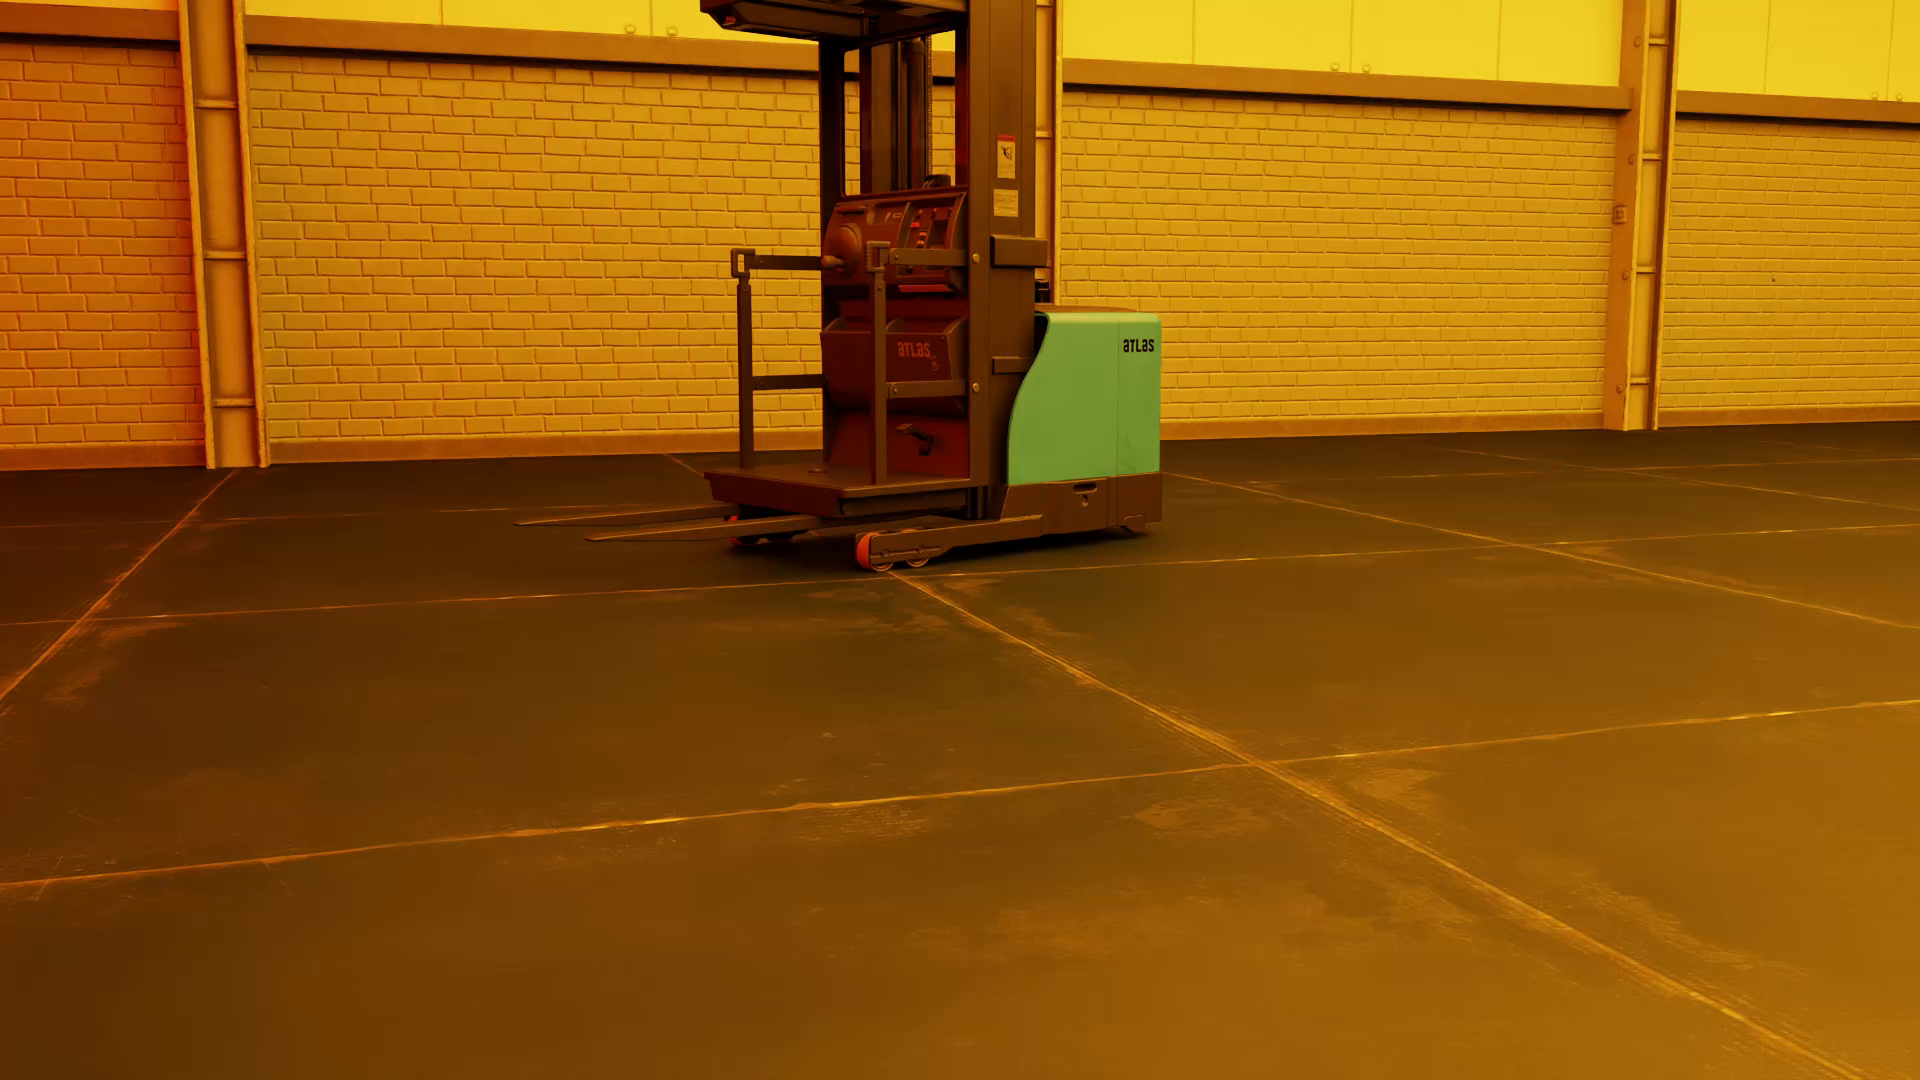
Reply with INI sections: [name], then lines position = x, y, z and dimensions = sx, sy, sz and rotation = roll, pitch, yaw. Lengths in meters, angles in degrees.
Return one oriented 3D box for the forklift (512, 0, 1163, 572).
[forklift]
position = -0.461, -1.399, 7.333
dimensions = 3.031, 2.935, 1.130
rotation = -7, 10, -40
